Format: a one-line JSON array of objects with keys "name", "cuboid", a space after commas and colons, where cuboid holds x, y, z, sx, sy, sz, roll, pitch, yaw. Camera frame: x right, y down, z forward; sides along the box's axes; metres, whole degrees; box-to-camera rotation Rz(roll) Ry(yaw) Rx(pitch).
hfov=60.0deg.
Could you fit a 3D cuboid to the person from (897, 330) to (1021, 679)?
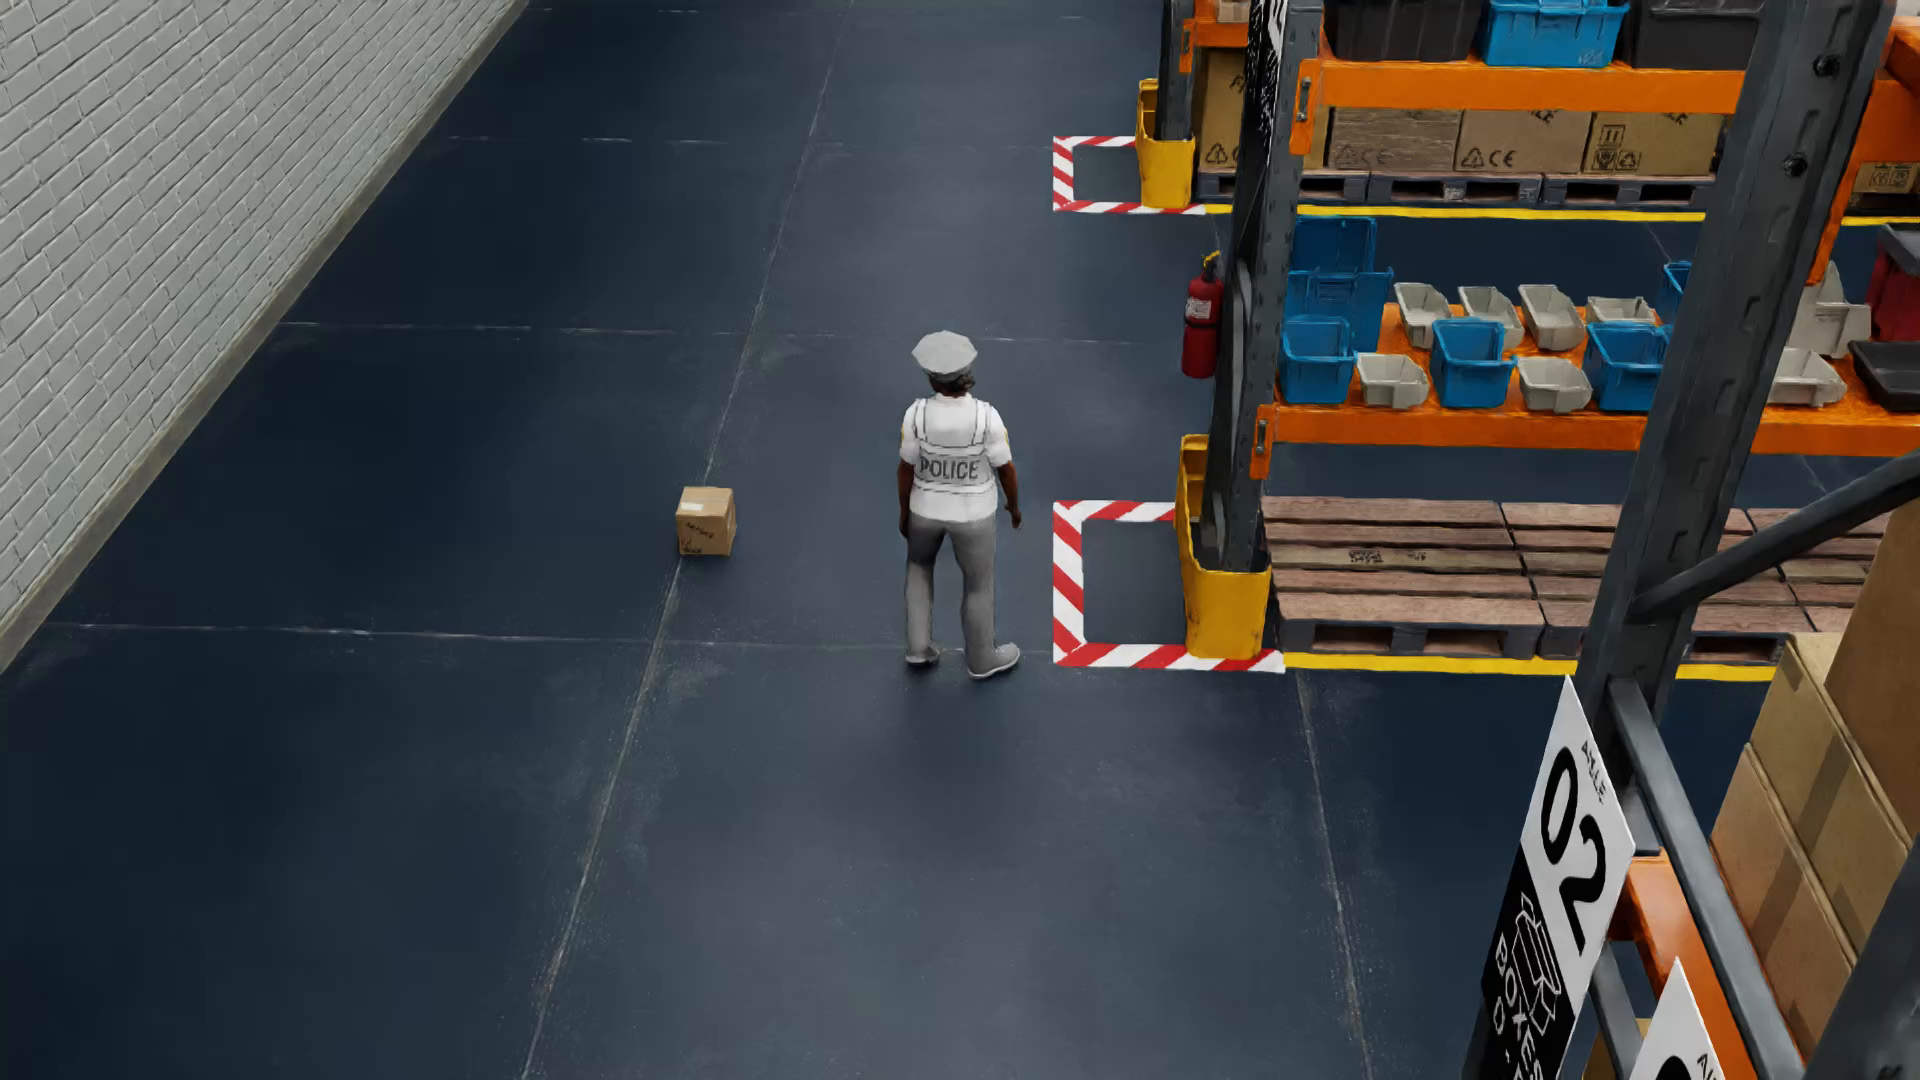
[{"name": "person", "cuboid": [-0.001, -0.106, 7.247, 0.537, 1.675, 0.367, 7, 36, 9]}]
